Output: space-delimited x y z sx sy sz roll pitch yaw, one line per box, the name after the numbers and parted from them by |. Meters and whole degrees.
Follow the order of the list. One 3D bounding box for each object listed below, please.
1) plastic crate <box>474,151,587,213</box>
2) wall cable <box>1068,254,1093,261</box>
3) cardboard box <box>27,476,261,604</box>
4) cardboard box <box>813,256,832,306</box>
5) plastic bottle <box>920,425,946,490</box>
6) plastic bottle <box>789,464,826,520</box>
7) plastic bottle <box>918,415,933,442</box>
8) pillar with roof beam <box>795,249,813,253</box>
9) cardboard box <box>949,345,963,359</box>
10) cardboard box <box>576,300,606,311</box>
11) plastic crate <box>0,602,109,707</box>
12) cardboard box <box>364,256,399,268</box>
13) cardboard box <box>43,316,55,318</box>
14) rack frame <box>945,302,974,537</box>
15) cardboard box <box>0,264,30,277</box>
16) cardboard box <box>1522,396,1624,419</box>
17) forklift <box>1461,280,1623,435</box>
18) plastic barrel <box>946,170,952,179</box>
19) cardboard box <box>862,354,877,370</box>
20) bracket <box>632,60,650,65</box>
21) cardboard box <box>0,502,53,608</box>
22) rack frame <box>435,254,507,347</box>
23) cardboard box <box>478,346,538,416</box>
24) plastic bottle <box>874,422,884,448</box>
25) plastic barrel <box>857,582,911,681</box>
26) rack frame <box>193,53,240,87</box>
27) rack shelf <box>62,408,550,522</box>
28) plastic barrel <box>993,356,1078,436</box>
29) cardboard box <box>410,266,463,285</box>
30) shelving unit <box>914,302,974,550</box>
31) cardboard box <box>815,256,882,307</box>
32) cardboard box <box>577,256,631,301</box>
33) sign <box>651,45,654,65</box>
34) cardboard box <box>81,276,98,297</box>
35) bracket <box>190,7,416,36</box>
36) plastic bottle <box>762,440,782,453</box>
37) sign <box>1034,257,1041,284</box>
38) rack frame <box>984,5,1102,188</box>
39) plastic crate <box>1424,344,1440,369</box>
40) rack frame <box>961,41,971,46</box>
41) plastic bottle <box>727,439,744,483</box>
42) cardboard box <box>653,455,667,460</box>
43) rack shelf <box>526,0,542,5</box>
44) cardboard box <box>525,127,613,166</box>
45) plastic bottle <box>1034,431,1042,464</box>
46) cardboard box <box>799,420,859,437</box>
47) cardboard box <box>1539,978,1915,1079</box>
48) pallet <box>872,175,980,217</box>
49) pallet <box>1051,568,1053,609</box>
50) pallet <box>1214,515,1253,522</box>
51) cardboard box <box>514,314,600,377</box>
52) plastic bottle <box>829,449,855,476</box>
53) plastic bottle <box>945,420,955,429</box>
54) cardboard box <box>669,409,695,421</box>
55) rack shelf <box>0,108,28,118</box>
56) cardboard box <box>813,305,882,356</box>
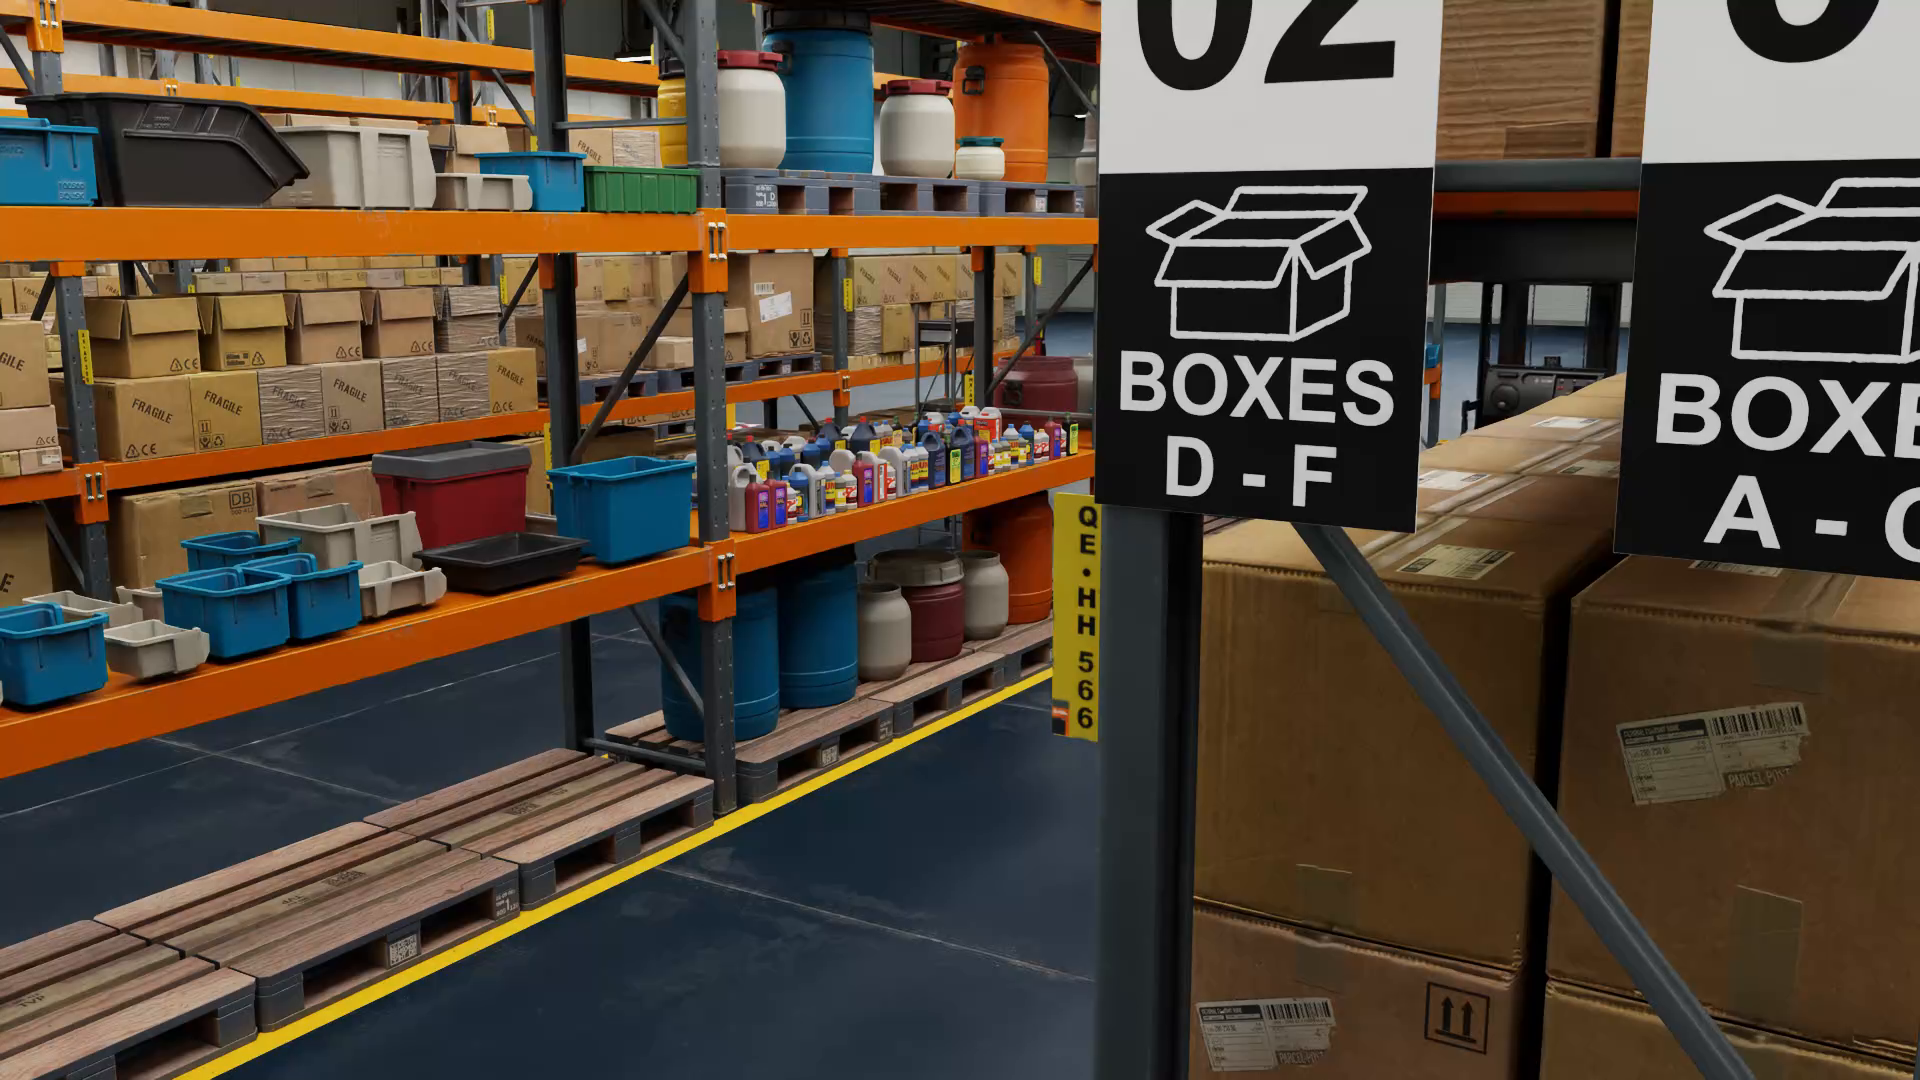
-1.725 -1.438 6.700 0.416 0.233 0.300 6 12 31 | plastic crate
4.861 -10.454 54.695 3.097 2.526 0.112 6 12 31 | wall cable
-5.443 0.043 11.121 1.225 0.875 0.875 6 12 31 | cardboard box
-1.606 -2.735 17.527 0.500 0.500 0.500 6 12 31 | cardboard box
-0.170 -0.469 9.356 0.144 0.351 0.185 6 12 31 | plastic bottle
-0.769 -0.252 8.402 0.152 0.276 0.135 6 12 31 | plastic bottle
-0.221 -0.654 10.559 0.097 0.271 0.097 0 11 0 | plastic bottle
-0.349 -9.345 40.332 9.100 9.000 0.548 6 12 31 | pillar with roof beam
-0.188 -2.146 18.862 0.380 0.149 0.250 6 12 31 | cardboard box
-4.963 -2.736 20.922 0.875 0.550 0.550 6 12 31 | cardboard box
-2.850 0.352 5.131 0.416 0.233 0.300 6 12 31 | plastic crate
-8.522 -3.943 23.983 0.700 0.500 0.500 6 12 30 | cardboard box
-8.134 -1.943 15.021 0.380 0.149 0.250 7 13 32 | cardboard box
0.041 -1.044 14.741 0.400 2.100 0.015 6 12 31 | rack frame
-11.543 -3.273 20.217 0.380 0.149 0.250 6 12 28 | cardboard box
1.687 -0.077 4.139 0.500 0.500 0.500 6 12 29 | cardboard box
4.683 -1.233 13.491 1.130 2.935 3.031 7 13 32 | forklift
-0.195 -2.308 10.176 0.294 0.245 0.294 0 11 0 | plastic barrel
-1.095 -1.870 17.390 0.380 0.149 0.250 6 12 31 | cardboard box
-7.055 -10.483 36.627 0.235 0.232 0.430 6 12 31 | bracket
-6.169 0.242 10.060 0.875 0.875 0.875 6 12 31 | cardboard box
-5.791 -2.440 19.753 1.000 3.000 0.127 6 12 31 | rack frame
-3.726 -1.269 13.226 0.500 0.500 0.500 7 13 32 | cardboard box
-0.512 -0.587 10.202 0.097 0.271 0.097 0 11 0 | plastic bottle
-0.491 0.522 9.551 0.421 0.512 0.421 0 11 0 | plastic barrel
-12.242 -6.949 27.532 1.000 3.000 0.127 6 12 31 | rack frame
-4.720 -0.653 12.163 1.077 0.370 4.000 6 12 31 | rack shelf
0.534 -1.017 11.781 0.600 0.536 0.708 6 12 31 | plastic barrel
-6.044 -2.902 19.232 0.700 0.500 0.500 6 12 30 | cardboard box
-0.086 -1.006 14.536 0.431 2.100 0.503 6 12 31 | shelving unit
-1.154 -2.684 17.257 0.500 0.500 0.500 6 12 31 | cardboard box
-4.718 -3.353 21.286 0.875 0.550 0.500 6 12 31 | cardboard box
-4.186 -6.609 22.749 0.100 0.325 0.005 6 12 31 | sign
-10.919 -2.964 20.326 0.500 0.500 0.500 6 12 29 | cardboard box
-11.508 -9.134 29.422 0.076 0.066 4.783 6 12 31 | bracket
-1.075 -0.409 9.240 0.152 0.276 0.135 6 12 31 | plastic bottle
0.936 -3.248 20.061 0.100 0.325 0.005 6 12 31 | sign
0.552 -3.797 10.697 1.000 3.000 0.127 6 12 31 | rack frame
4.701 -1.926 17.410 0.499 0.251 0.616 6 12 31 | plastic crate
0.472 -5.529 19.945 1.000 3.000 0.127 6 12 31 | rack frame
-1.204 -0.357 8.759 0.144 0.351 0.185 6 12 31 | plastic bottle
-3.073 -0.505 15.012 0.700 0.500 0.500 5 12 26 | cardboard box
-2.563 -2.303 5.760 1.077 0.370 4.000 6 12 31 | rack shelf
-3.217 -3.140 13.709 0.500 0.500 0.500 7 12 31 | cardboard box
0.461 -0.578 10.347 0.097 0.201 0.097 0 11 0 | plastic bottle
-1.363 -0.988 17.644 0.500 0.500 0.500 6 12 29 | cardboard box
1.086 0.790 2.227 0.500 0.500 0.500 7 13 32 | cardboard box
-0.615 -1.912 9.293 1.003 0.211 1.213 6 12 31 | pallet
0.987 0.404 12.137 1.003 0.211 1.213 6 12 31 | pallet
3.013 -0.209 15.409 1.003 0.211 1.213 6 12 31 | pallet
-3.435 -1.666 14.203 0.500 0.500 0.500 5 12 24 | cardboard box
-0.608 -0.355 8.950 0.152 0.276 0.135 6 12 31 | plastic bottle
-0.083 -0.683 10.904 0.097 0.201 0.097 0 11 0 | plastic bottle
-4.010 -2.119 22.667 0.875 0.875 0.875 6 12 31 | cardboard box
-11.113 -4.982 20.065 1.077 0.370 4.000 6 12 31 | rack shelf
-1.318 -2.211 17.447 0.875 0.500 0.500 6 12 31 | cardboard box
